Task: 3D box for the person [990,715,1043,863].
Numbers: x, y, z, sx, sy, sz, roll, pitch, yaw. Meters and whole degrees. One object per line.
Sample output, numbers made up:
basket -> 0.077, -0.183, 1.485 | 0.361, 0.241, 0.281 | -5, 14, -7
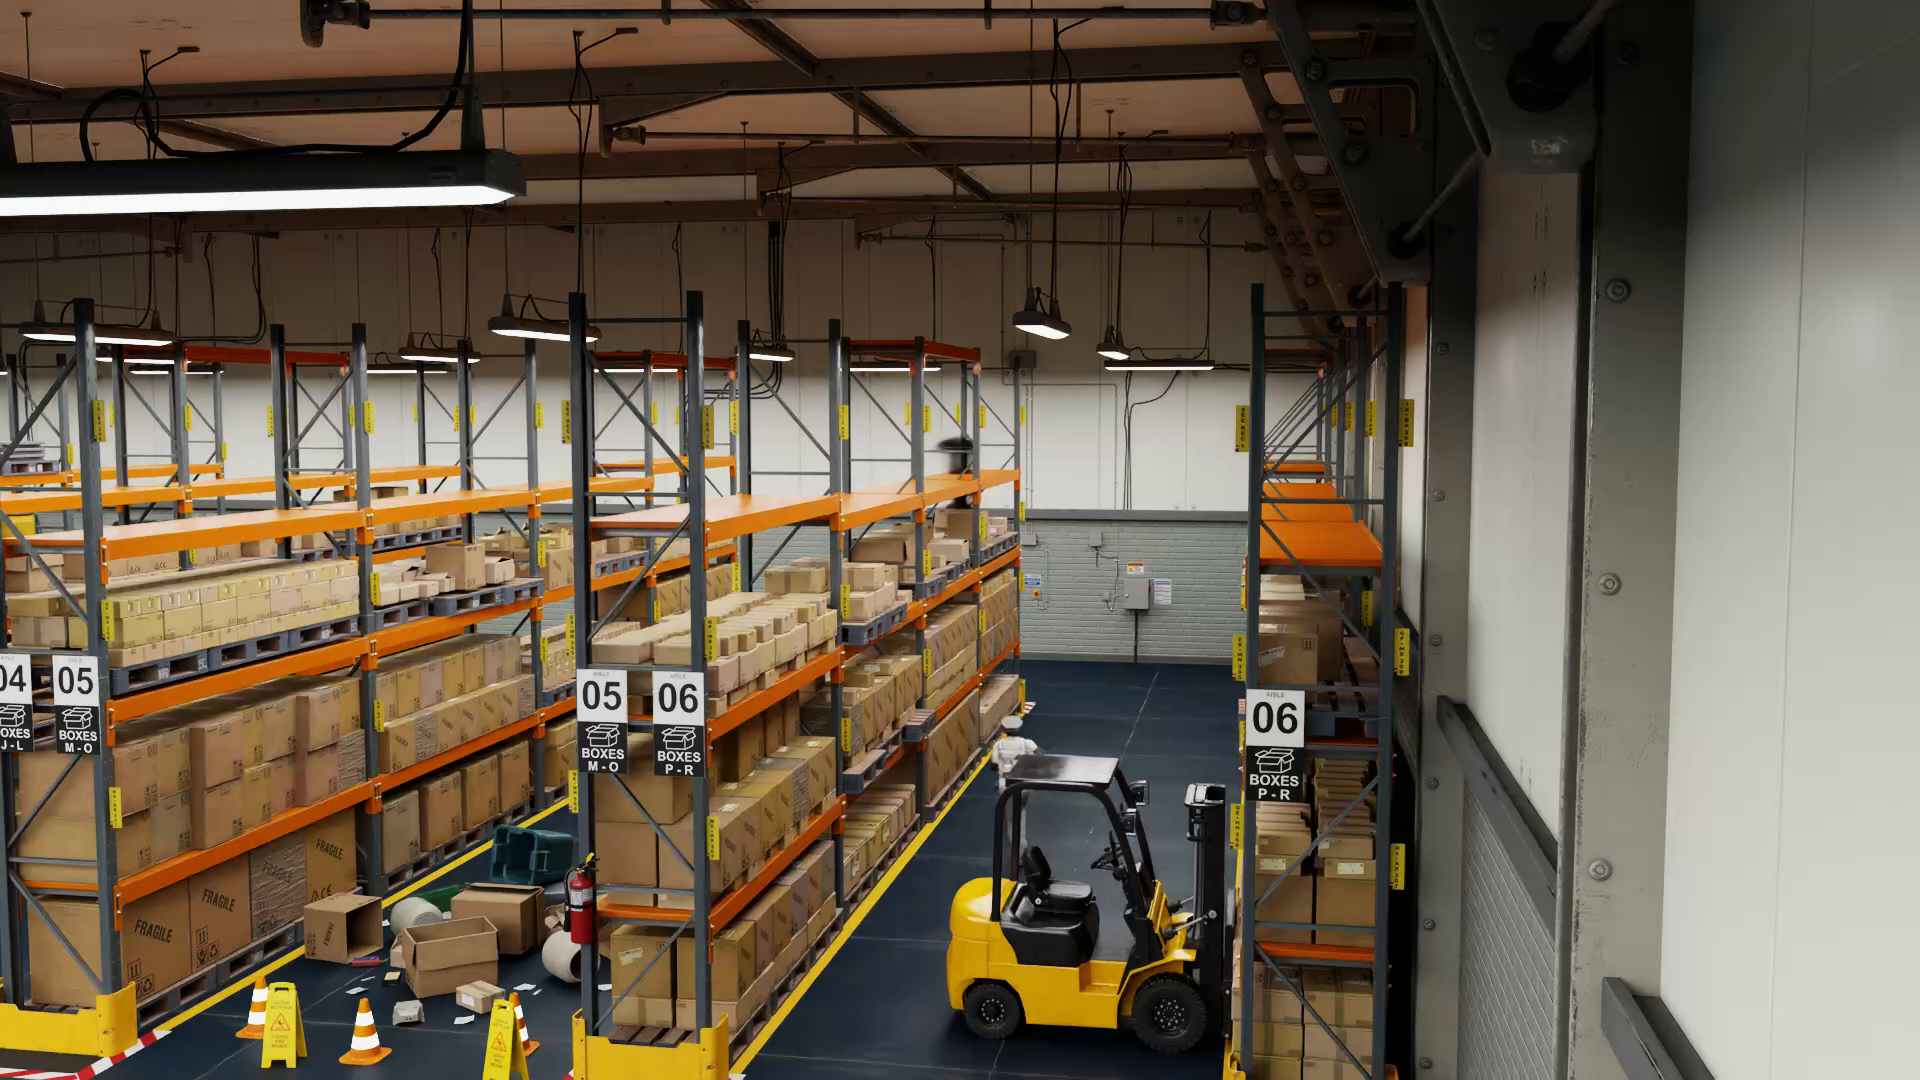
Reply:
person -> 0.636, 2.830, 18.958 | 0.567, 1.610, 0.784 | -1, 5, -8
